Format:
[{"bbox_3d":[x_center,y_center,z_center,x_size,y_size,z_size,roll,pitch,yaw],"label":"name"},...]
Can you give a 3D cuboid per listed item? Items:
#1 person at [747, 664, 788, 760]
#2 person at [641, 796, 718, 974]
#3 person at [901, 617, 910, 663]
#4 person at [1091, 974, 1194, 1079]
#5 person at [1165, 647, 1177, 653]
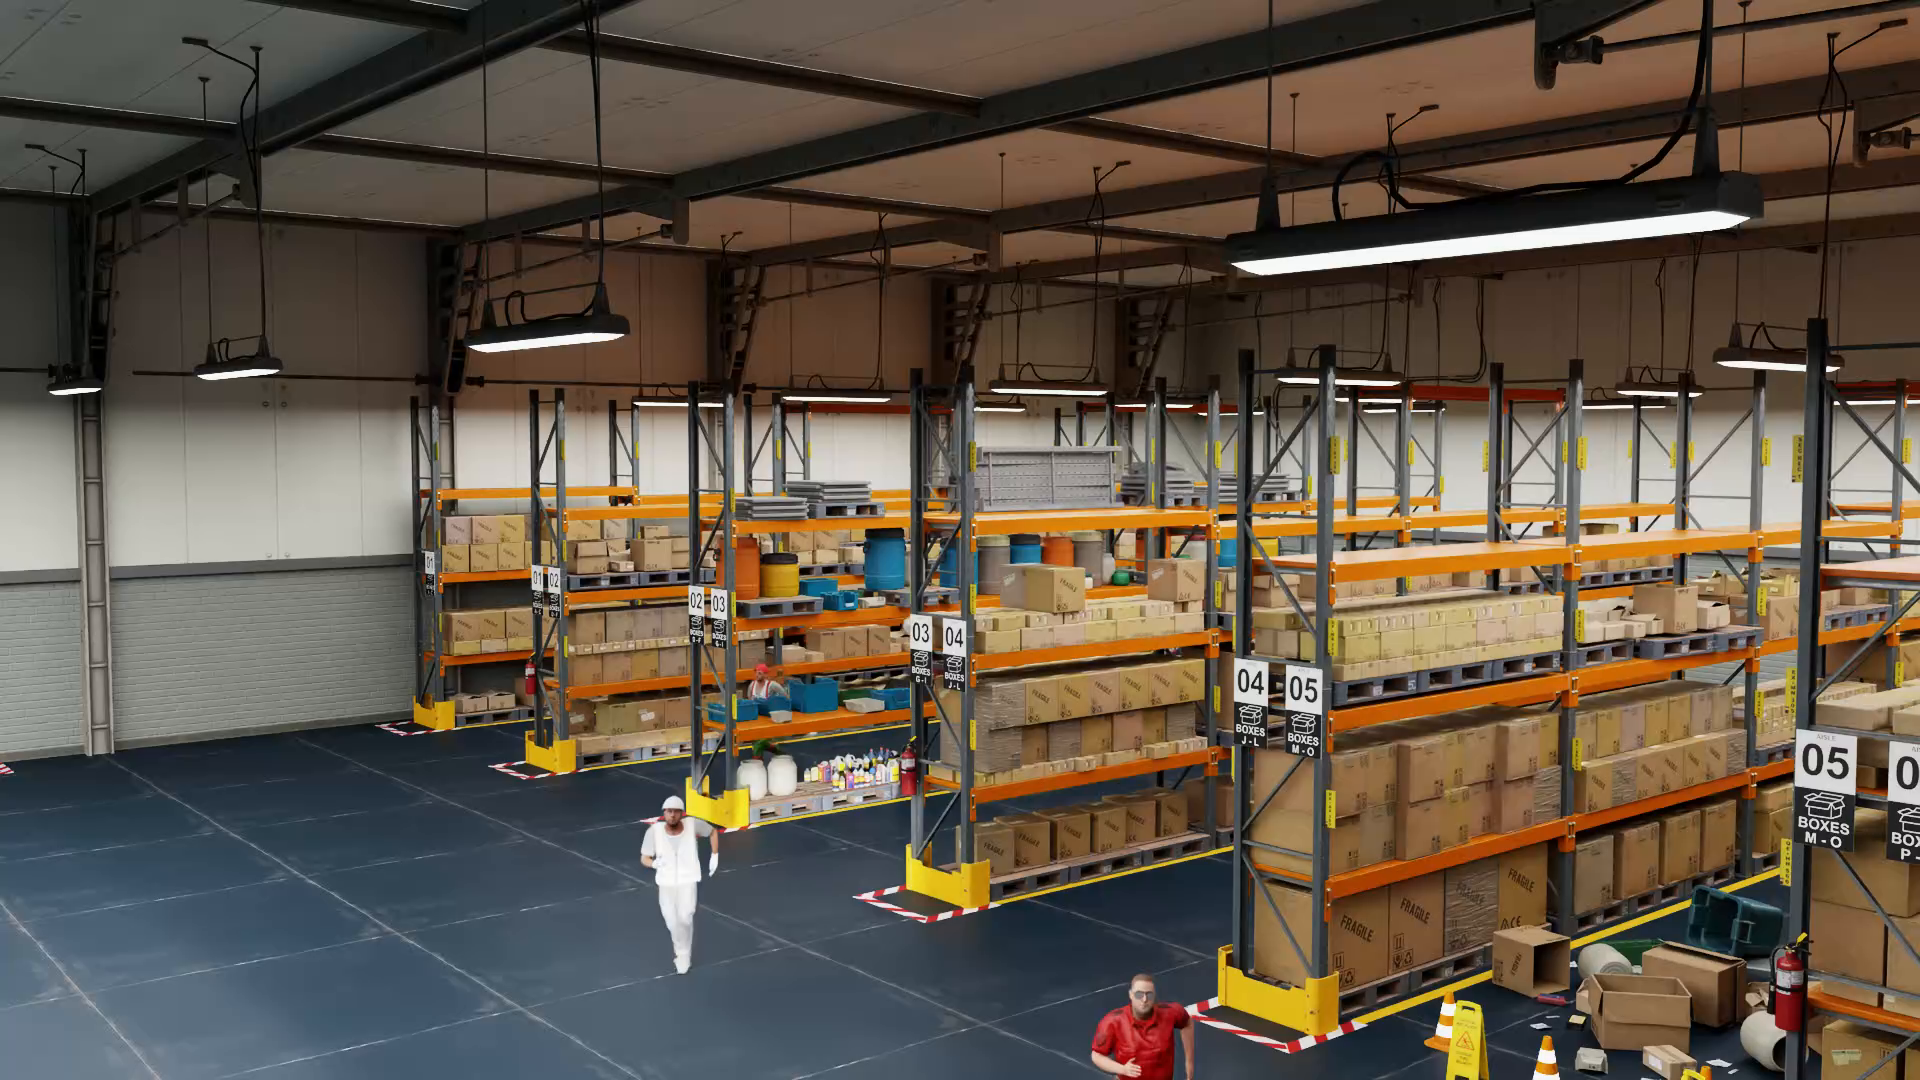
[{"bbox_3d":[-3.004,2.774,25.616,0.683,1.772,0.967,2,4,29],"label":"person"},{"bbox_3d":[-2.714,3.320,16.072,0.720,1.739,0.802,0,3,-4],"label":"person"},{"bbox_3d":[-0.946,2.101,33.650,0.601,1.710,0.646,3,5,43],"label":"person"},{"bbox_3d":[1.198,3.678,10.870,0.687,1.781,0.877,0,3,3],"label":"person"},{"bbox_3d":[4.070,2.314,32.598,0.675,1.721,0.994,3,4,40],"label":"person"}]
